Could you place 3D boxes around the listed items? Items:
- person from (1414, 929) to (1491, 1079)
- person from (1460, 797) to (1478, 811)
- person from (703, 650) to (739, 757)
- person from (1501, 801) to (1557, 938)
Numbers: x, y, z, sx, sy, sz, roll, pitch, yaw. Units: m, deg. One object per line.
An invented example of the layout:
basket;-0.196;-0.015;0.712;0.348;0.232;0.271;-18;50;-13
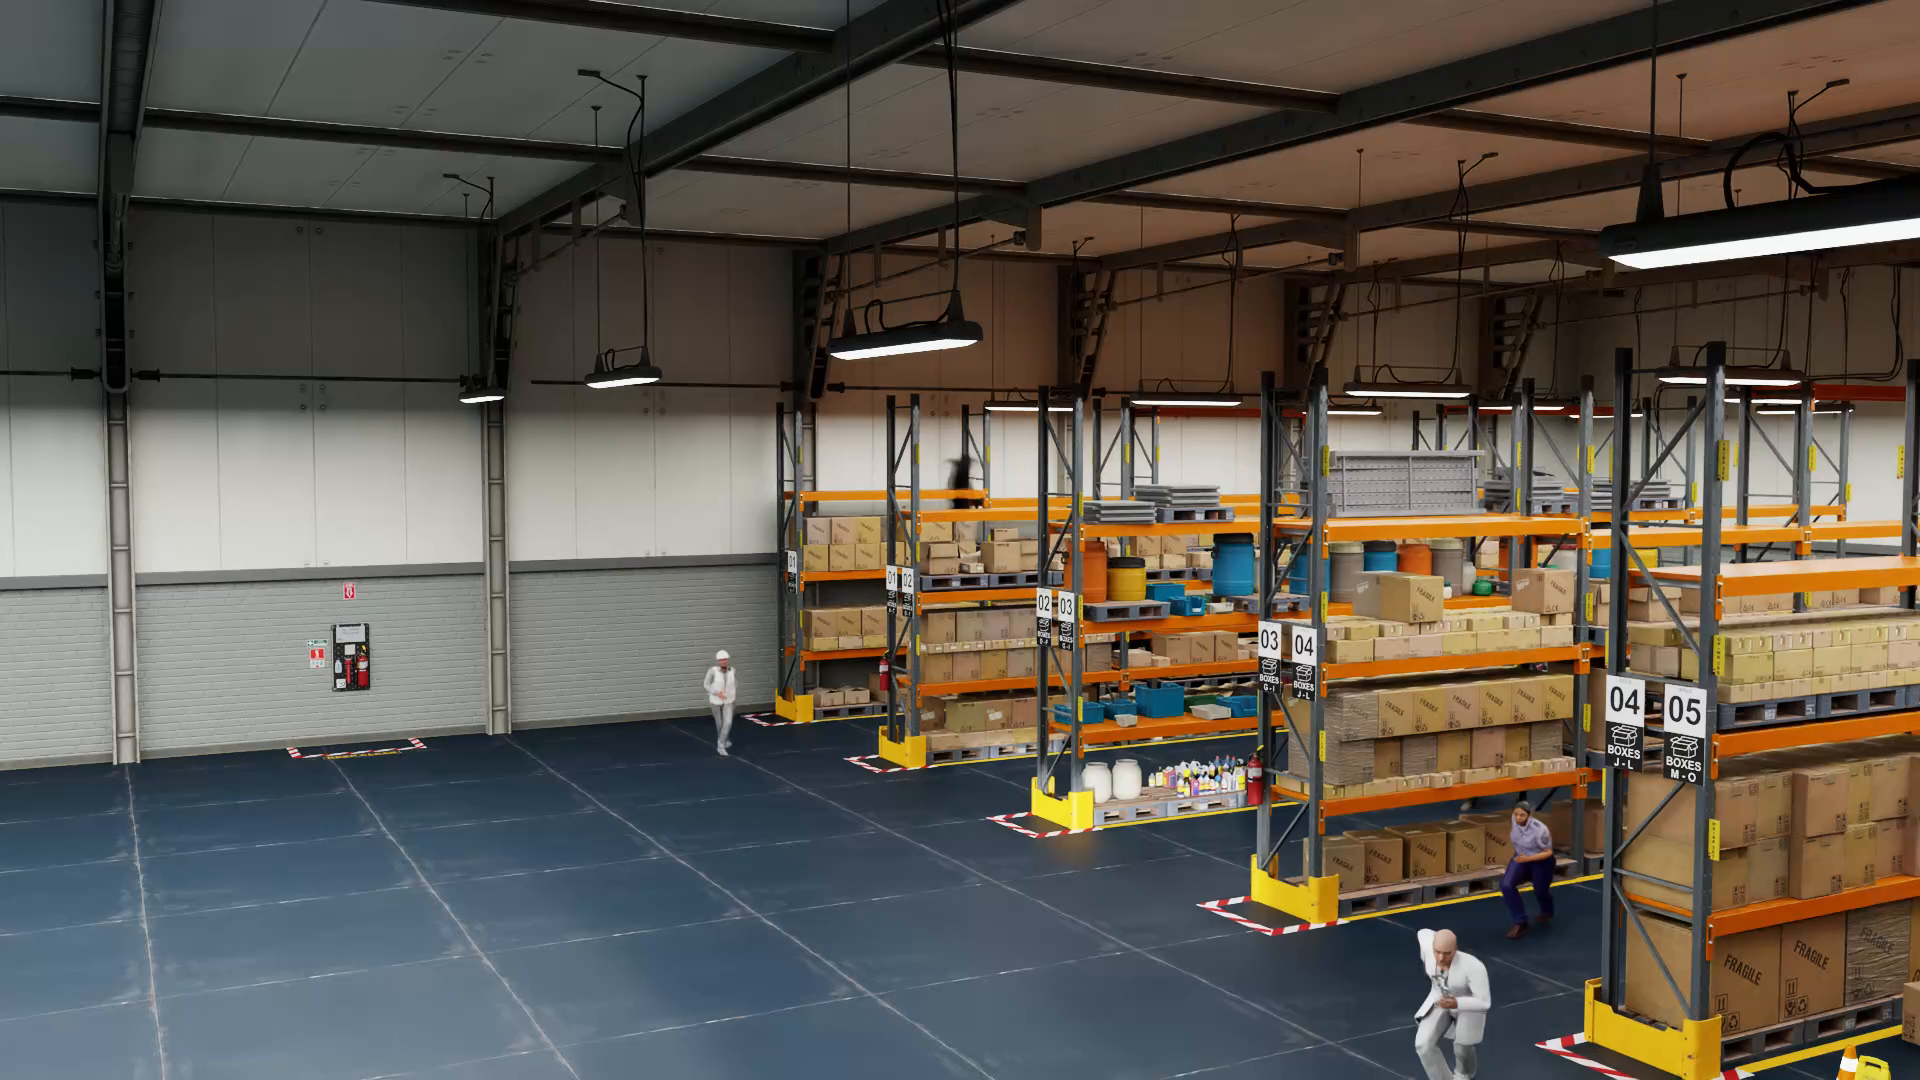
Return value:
person;3.851;3.681;12.892;0.714;1.553;1.238;2;4;37
person;7.388;2.989;23.720;0.693;1.719;0.812;3;4;42
person;-4.022;2.659;27.978;0.617;1.659;0.812;-1;3;-14
person;6.083;3.420;17.537;1.052;1.464;0.574;-3;4;-43
